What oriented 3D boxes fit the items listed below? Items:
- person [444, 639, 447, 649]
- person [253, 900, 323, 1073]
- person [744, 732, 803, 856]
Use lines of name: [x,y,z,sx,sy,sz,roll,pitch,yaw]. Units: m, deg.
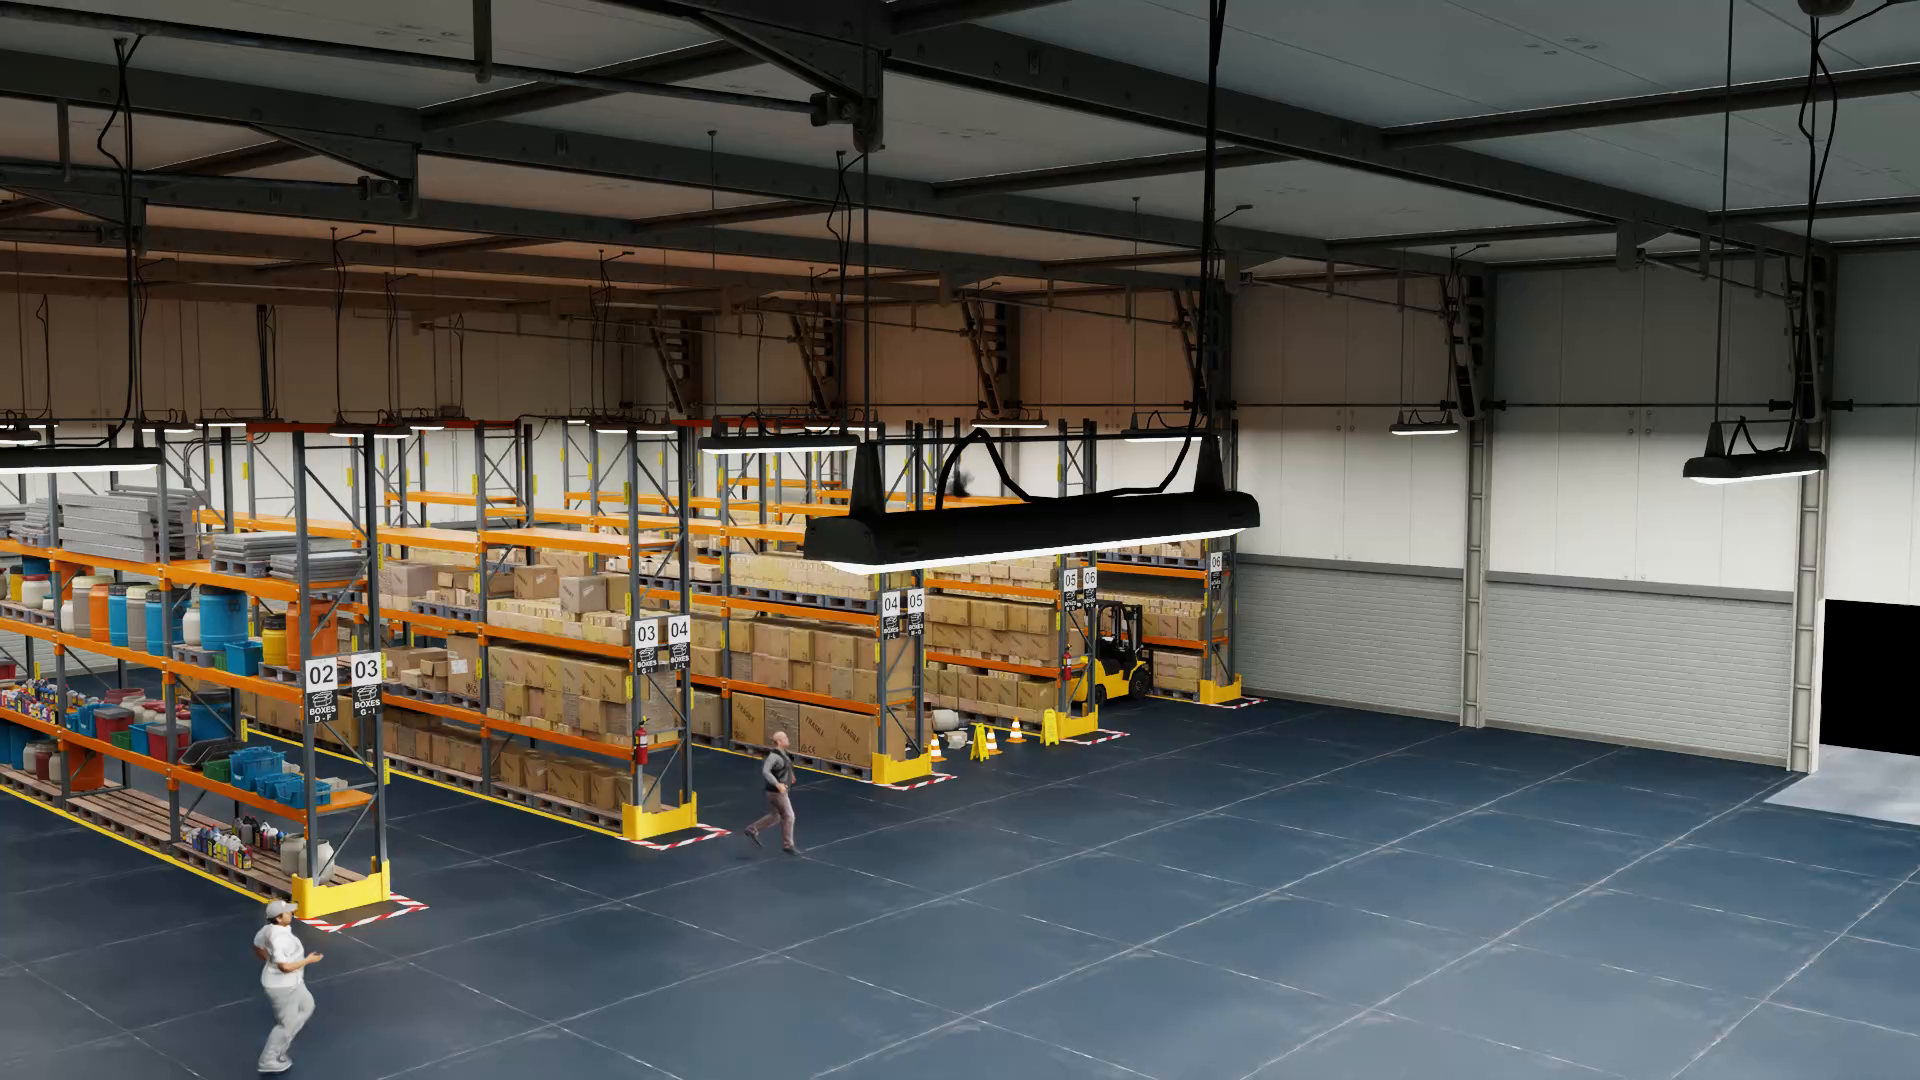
person: [-12.406,2.106,40.904,0.738,1.820,0.678,-5,7,-45]
person: [-6.378,4.221,15.792,0.610,1.660,0.587,-2,5,-28]
person: [-2.625,3.555,23.425,0.843,1.743,0.671,0,5,1]
